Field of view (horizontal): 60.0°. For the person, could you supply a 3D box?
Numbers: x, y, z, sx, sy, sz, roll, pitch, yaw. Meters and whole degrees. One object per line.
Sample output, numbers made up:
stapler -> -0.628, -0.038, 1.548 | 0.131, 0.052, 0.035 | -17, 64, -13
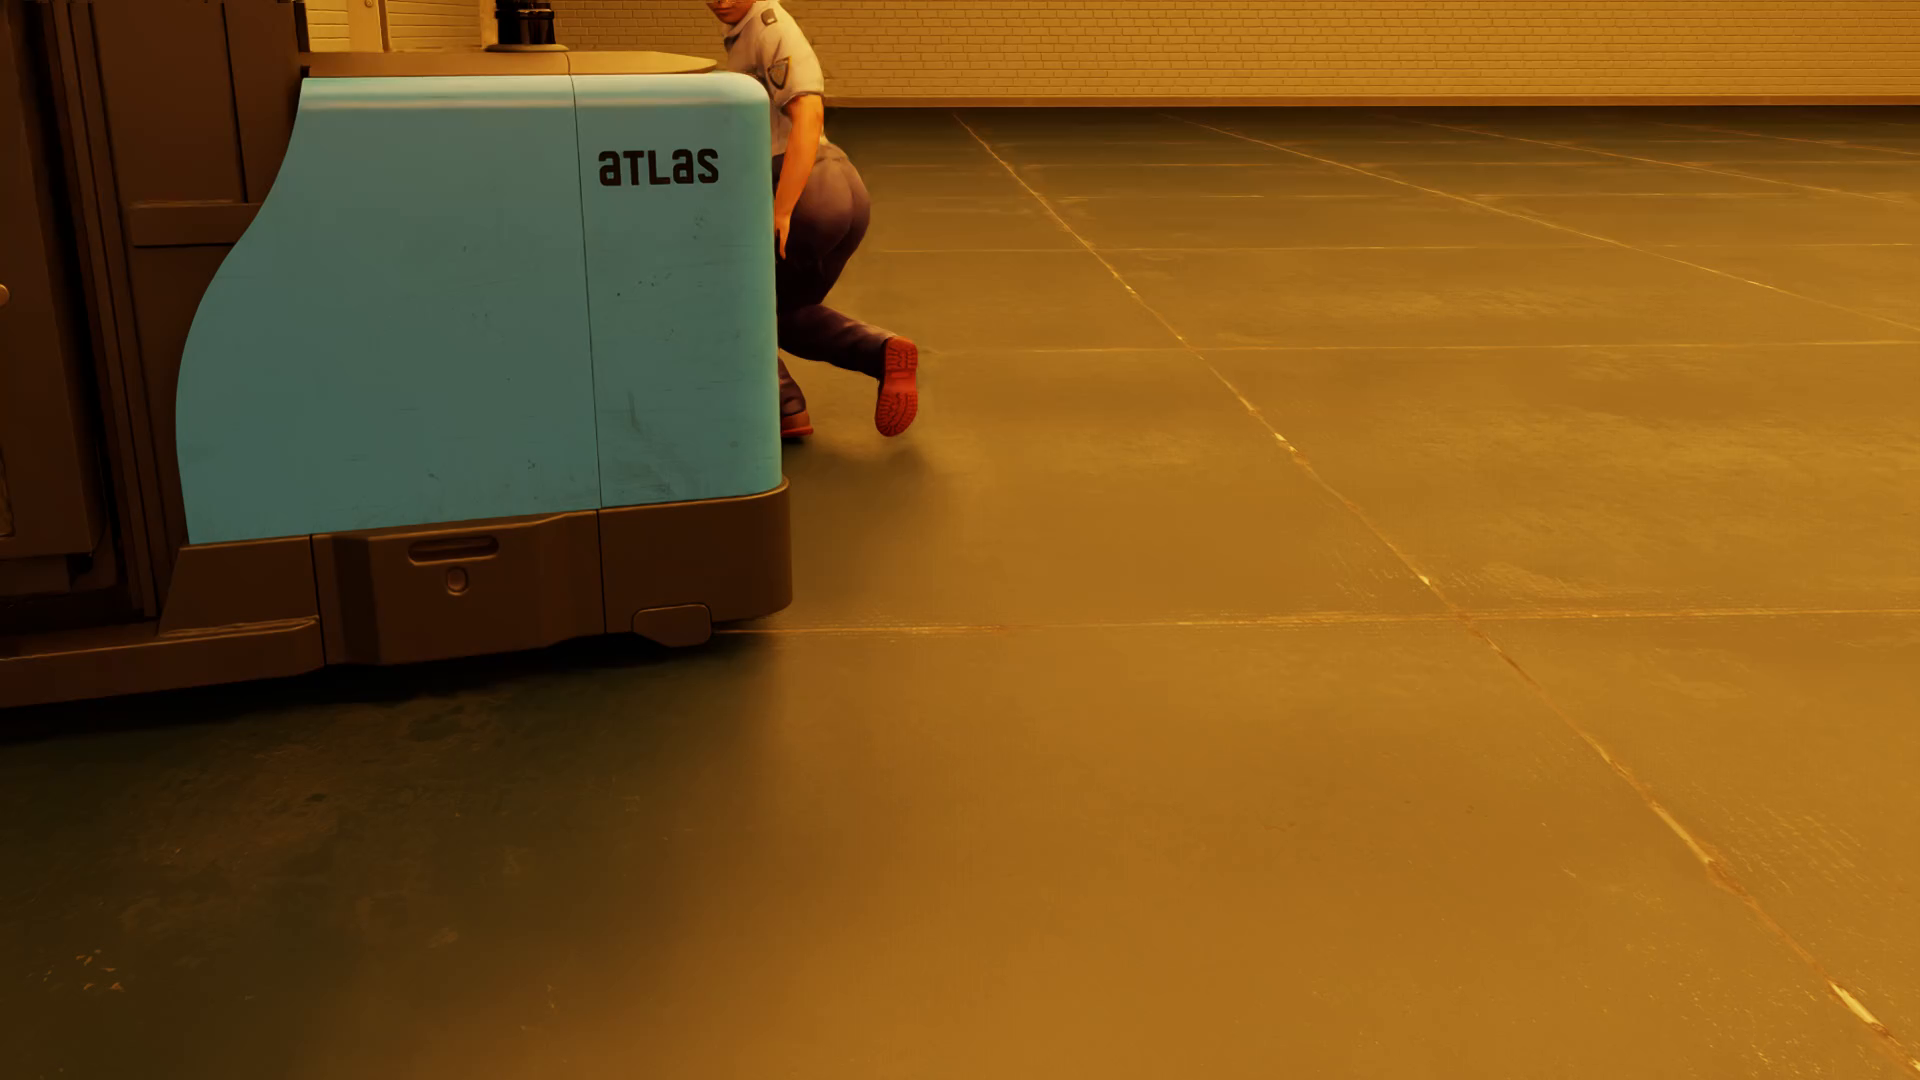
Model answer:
person -> -0.470, -0.965, 4.688 | 0.682, 1.439, 0.633 | 3, 17, 11

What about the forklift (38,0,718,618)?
forklift -> -1.906, -1.194, 2.812 | 3.031, 2.935, 1.121 | -6, 18, -18
